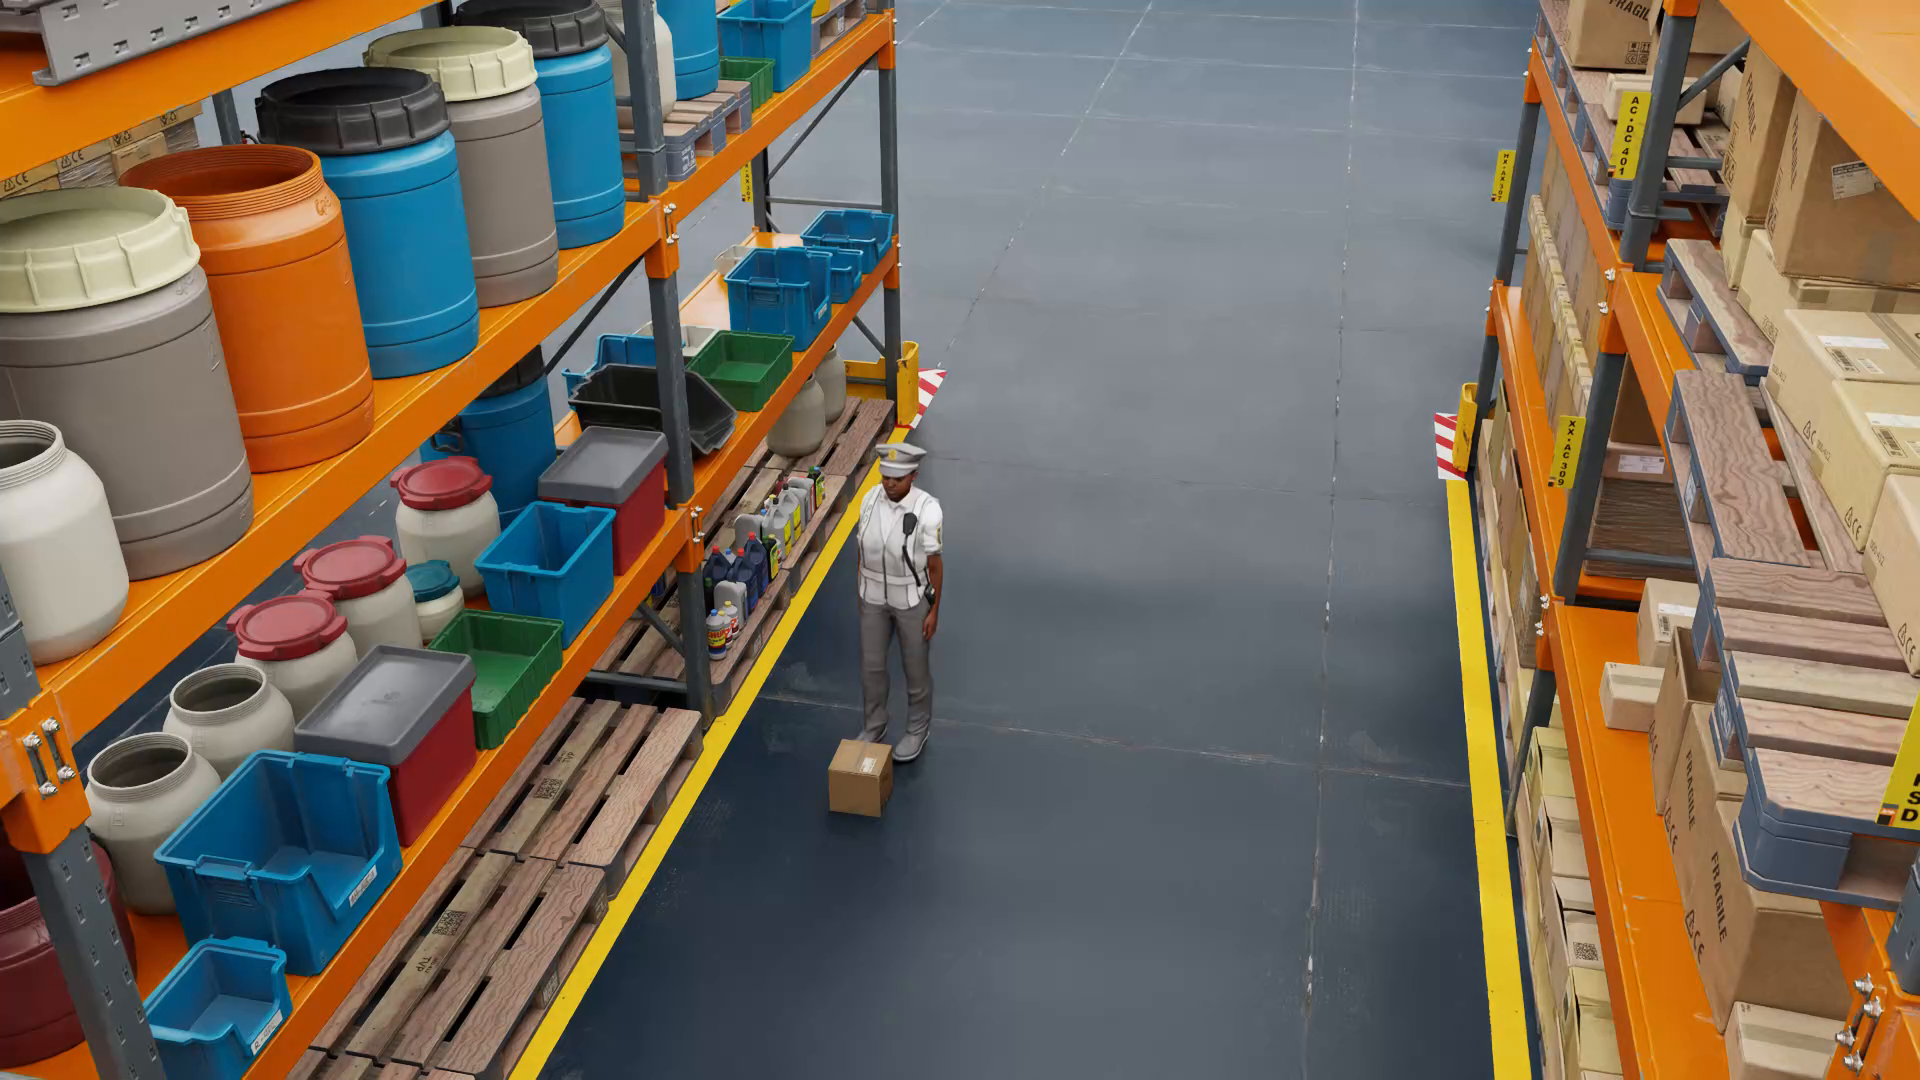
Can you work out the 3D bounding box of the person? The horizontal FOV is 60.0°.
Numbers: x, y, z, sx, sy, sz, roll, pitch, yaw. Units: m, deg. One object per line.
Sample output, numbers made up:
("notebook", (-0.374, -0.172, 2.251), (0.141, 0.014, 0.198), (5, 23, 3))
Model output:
("person", (-0.309, 0.314, 8.034), (0.447, 1.704, 0.396), (11, 31, 19))
